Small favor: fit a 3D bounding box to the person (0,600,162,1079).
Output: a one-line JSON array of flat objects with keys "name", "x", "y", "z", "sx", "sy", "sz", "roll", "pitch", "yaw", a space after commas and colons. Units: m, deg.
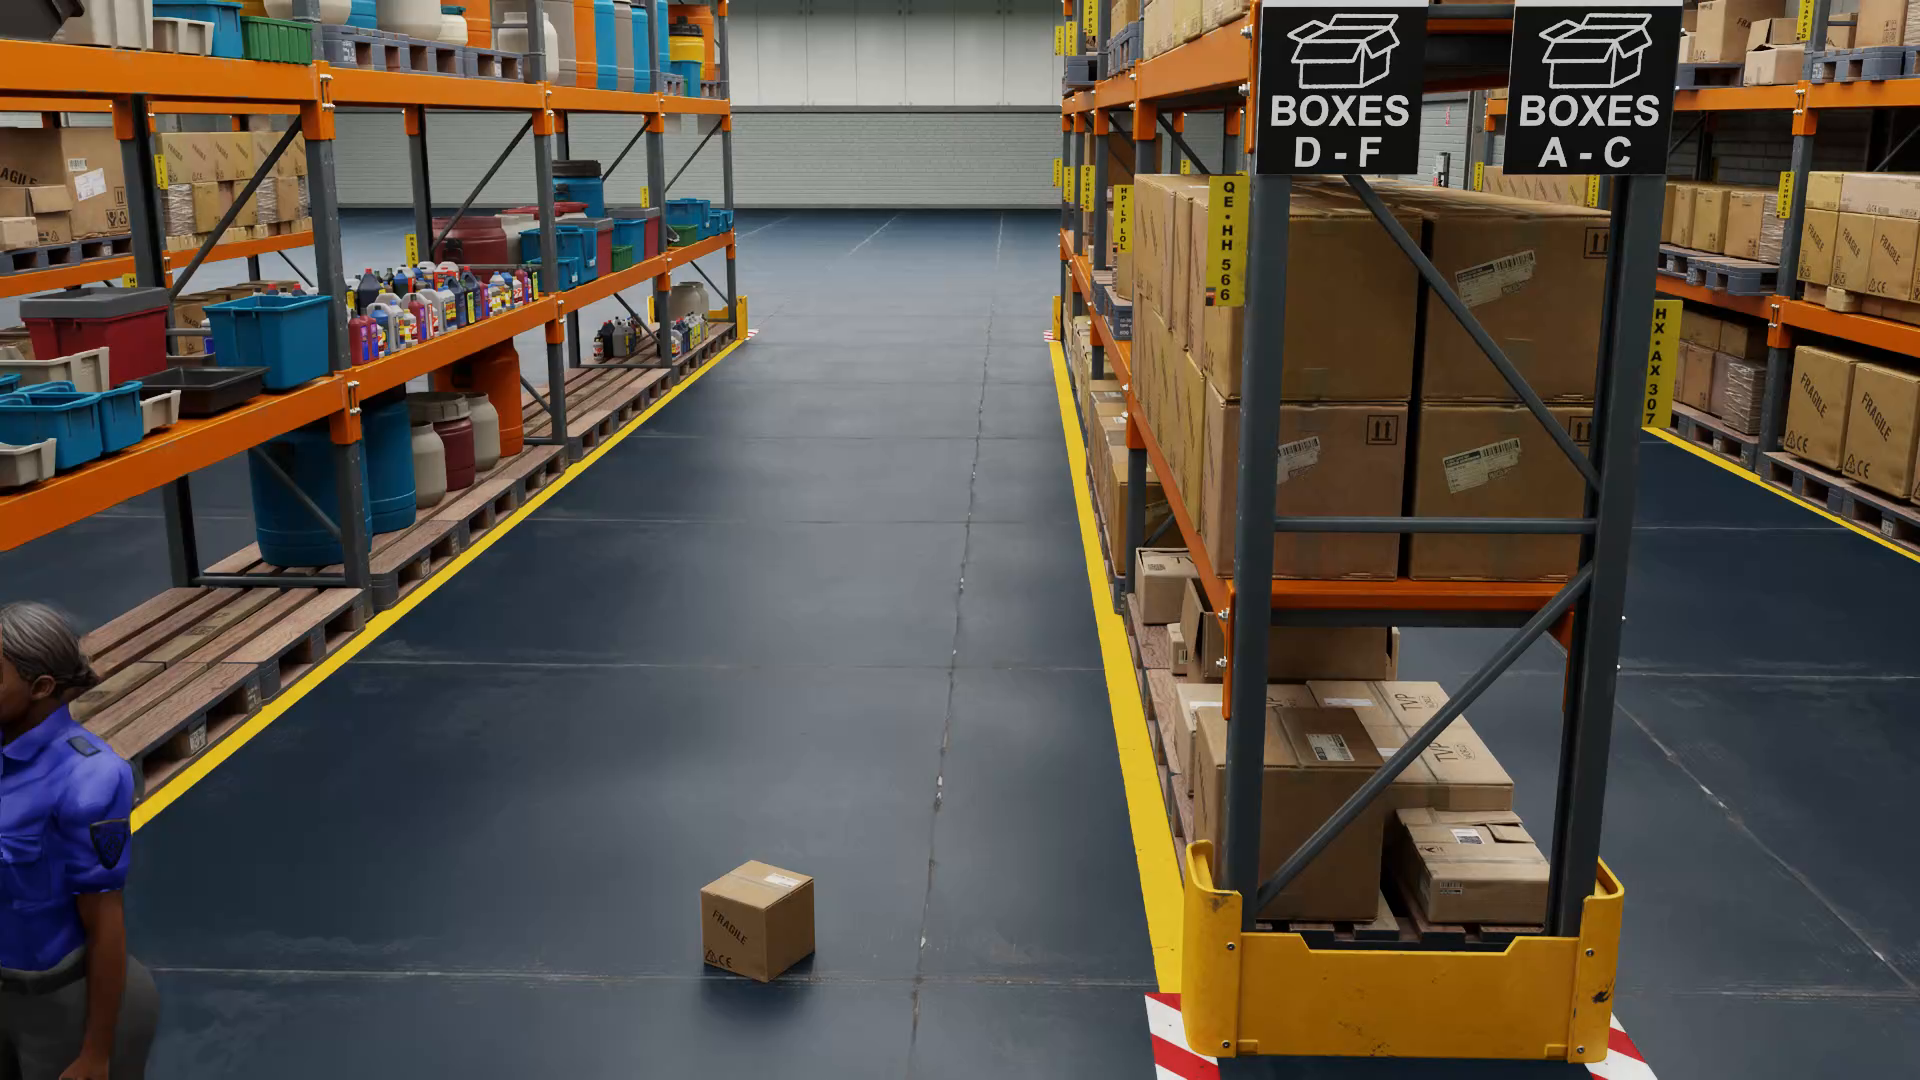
[{"name": "person", "x": -1.773, "y": 0.927, "z": 3.209, "sx": 0.452, "sy": 1.651, "sz": 0.445, "roll": 7, "pitch": 16, "yaw": 26}]
